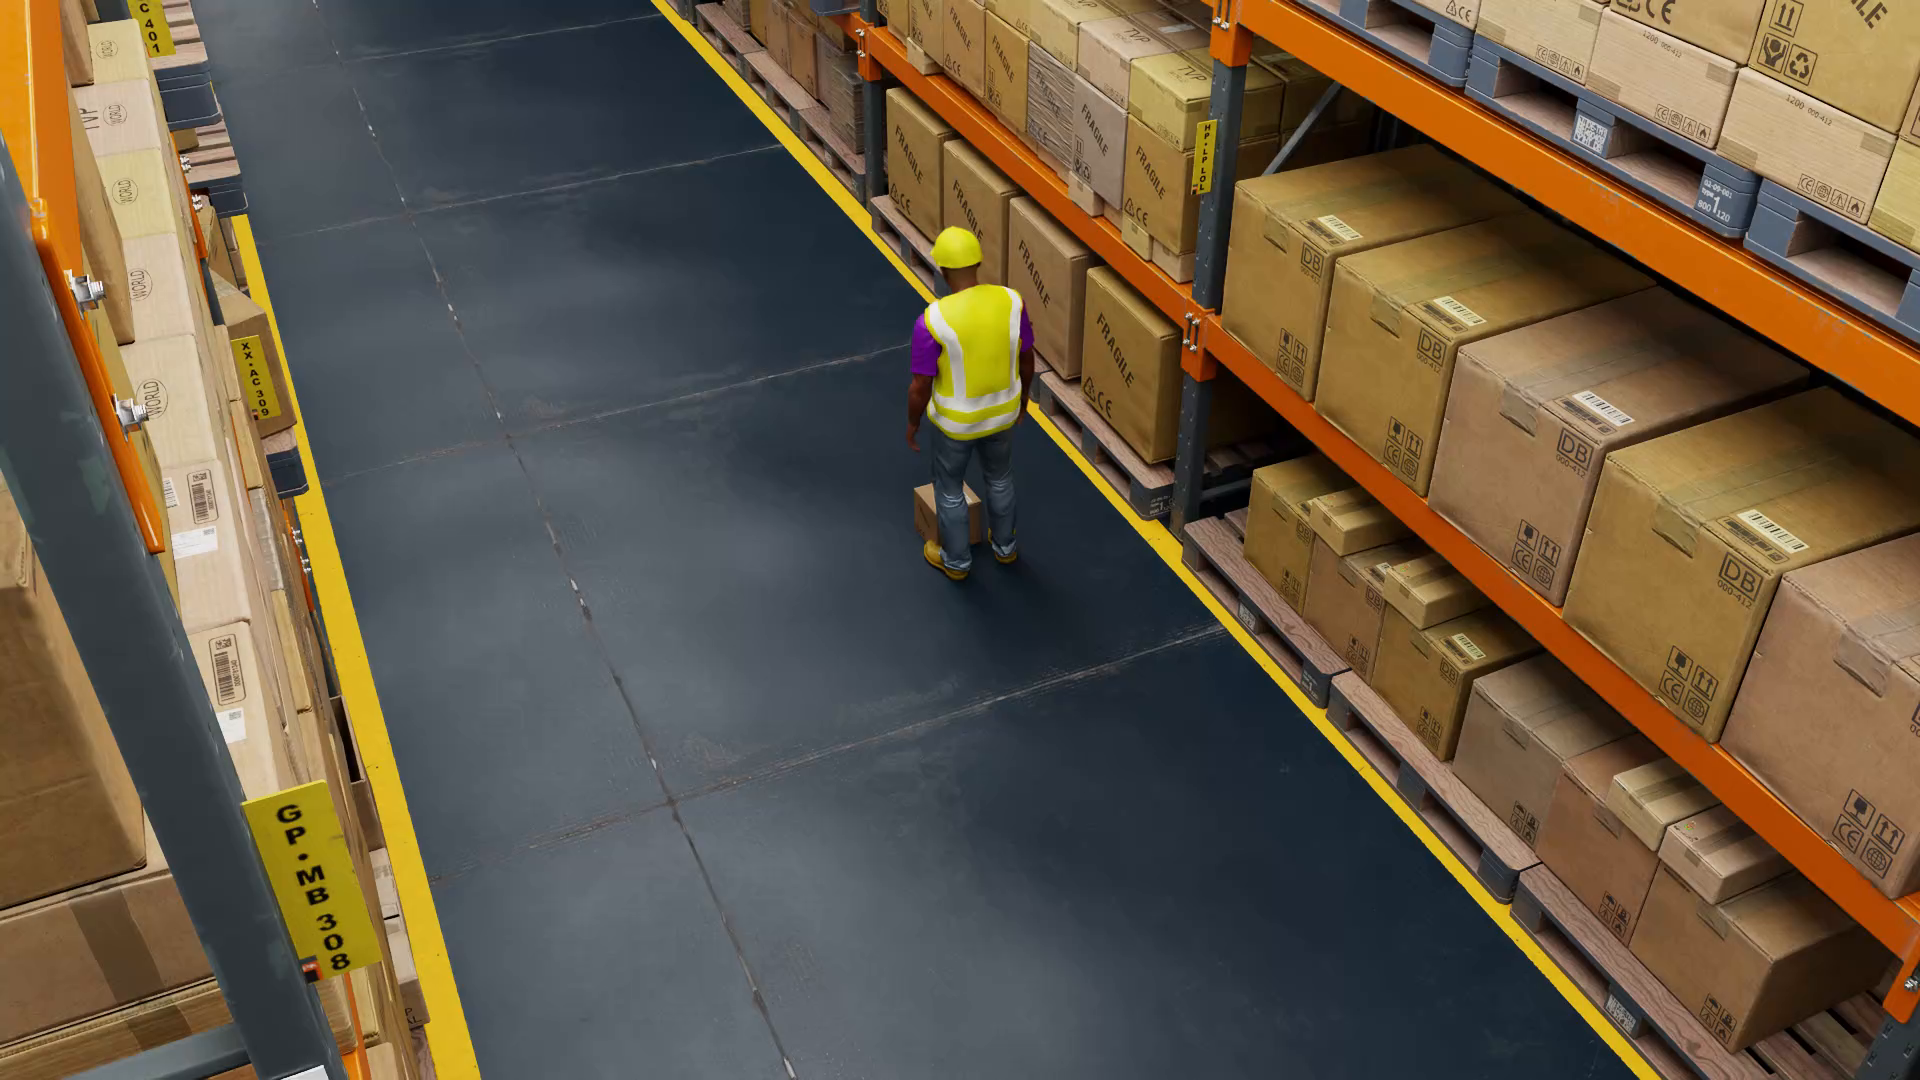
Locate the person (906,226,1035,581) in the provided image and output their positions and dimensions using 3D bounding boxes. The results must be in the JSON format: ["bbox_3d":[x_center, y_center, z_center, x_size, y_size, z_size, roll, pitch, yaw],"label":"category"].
[{"bbox_3d":[0.041,-0.607,7.644,0.631,1.760,0.463,-16,40,-20],"label":"person"}]
